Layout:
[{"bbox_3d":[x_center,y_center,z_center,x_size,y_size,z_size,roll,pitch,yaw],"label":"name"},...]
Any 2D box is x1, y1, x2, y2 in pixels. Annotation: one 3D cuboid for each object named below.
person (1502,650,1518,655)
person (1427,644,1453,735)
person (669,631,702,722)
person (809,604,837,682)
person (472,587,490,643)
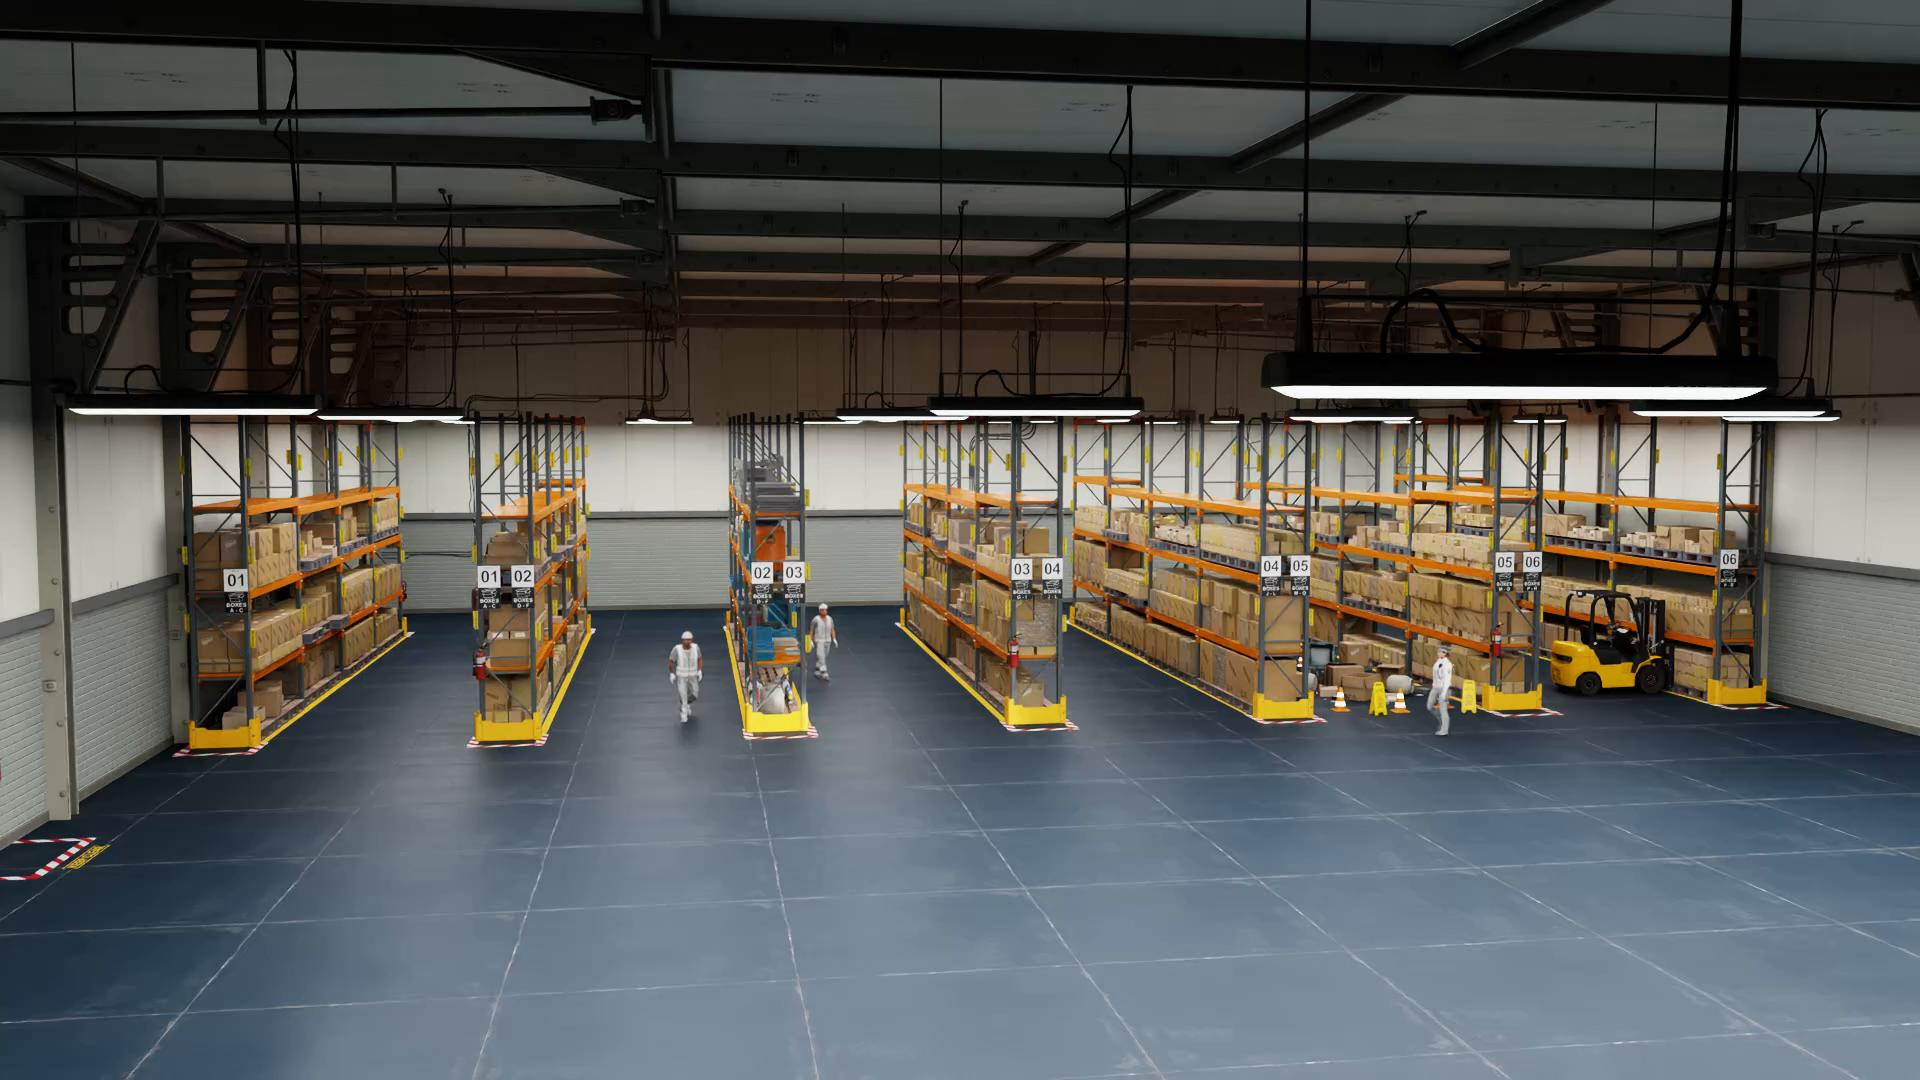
[{"bbox_3d":[12.512,2.344,37.937,0.589,1.613,0.741,-1,4,-8],"label":"person"},{"bbox_3d":[8.947,2.764,30.801,0.447,1.680,0.466,-2,5,-32],"label":"person"},{"bbox_3d":[-5.378,2.640,32.509,0.639,1.758,0.719,-2,4,-25],"label":"person"},{"bbox_3d":[-3.028,2.292,37.241,0.559,1.729,1.040,-3,5,-39],"label":"person"},{"bbox_3d":[-12.591,1.864,43.748,0.627,1.778,0.573,2,4,25],"label":"person"}]
